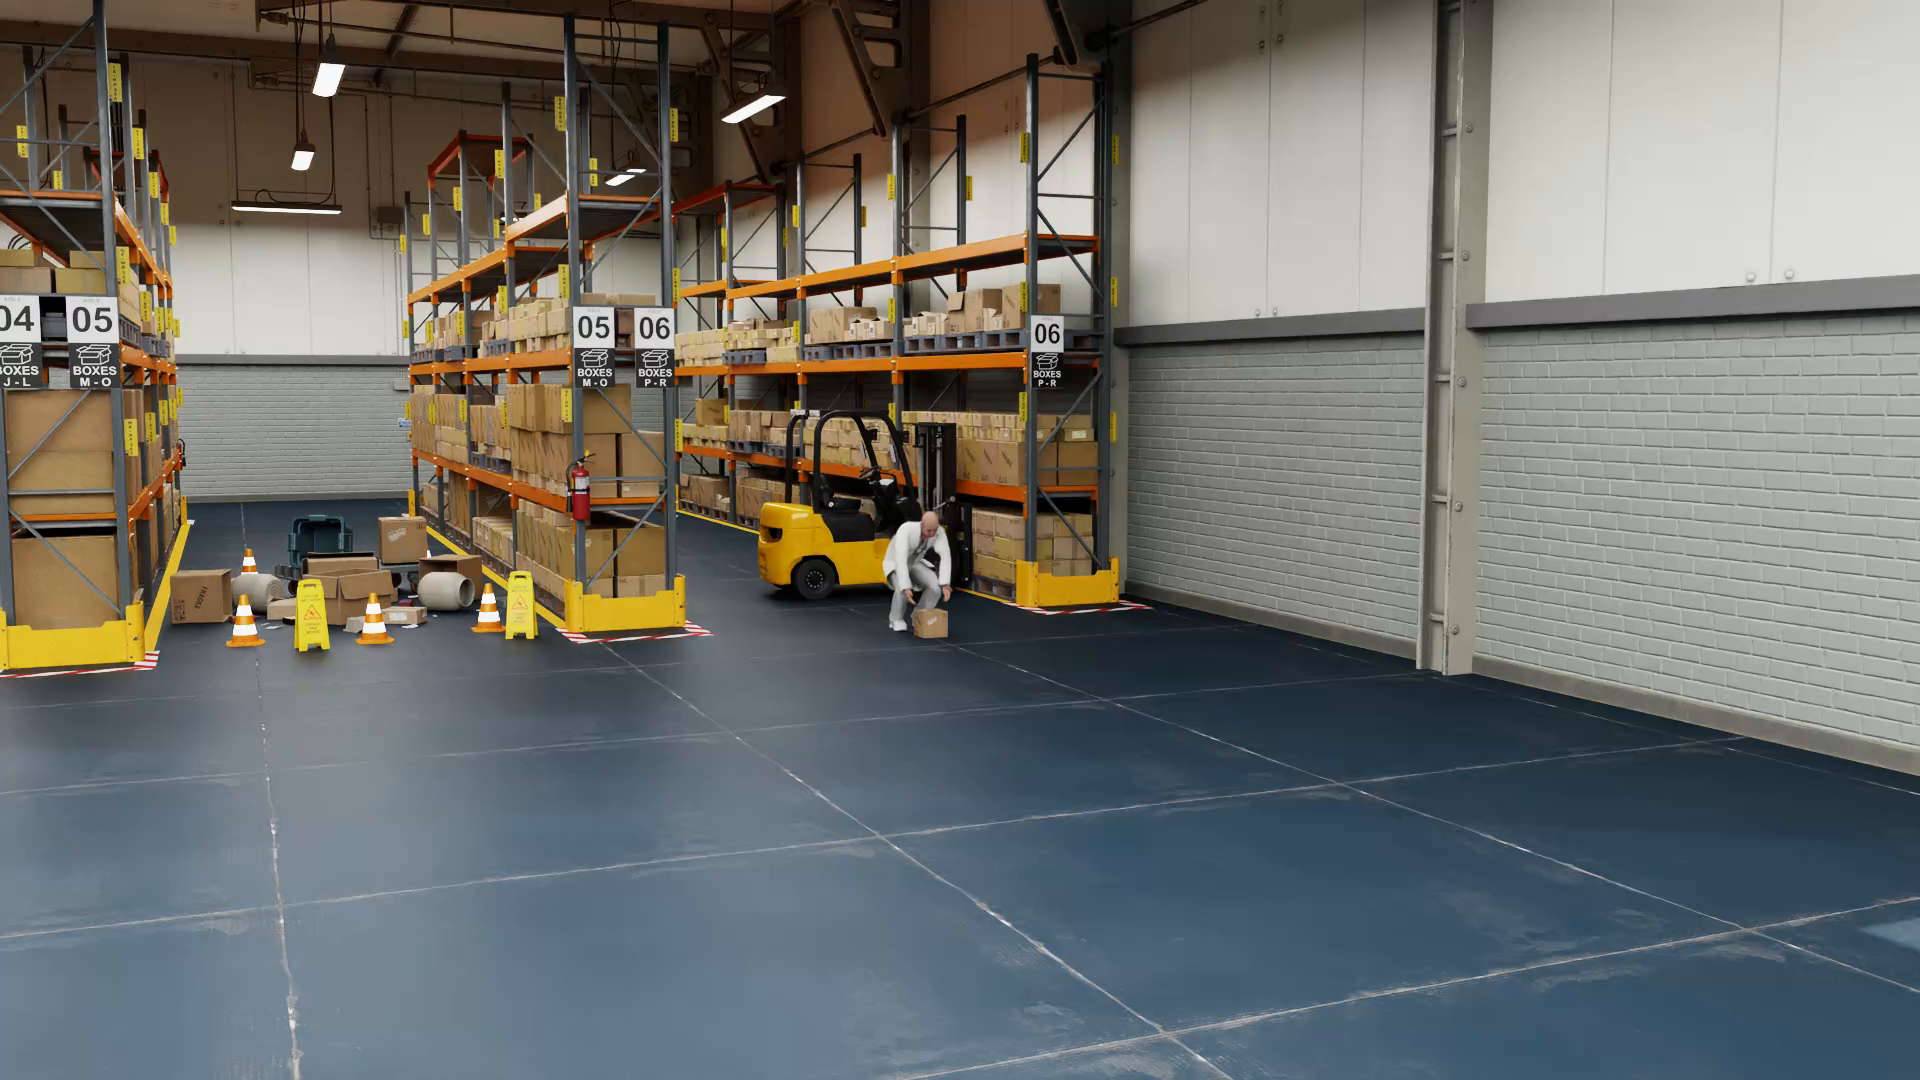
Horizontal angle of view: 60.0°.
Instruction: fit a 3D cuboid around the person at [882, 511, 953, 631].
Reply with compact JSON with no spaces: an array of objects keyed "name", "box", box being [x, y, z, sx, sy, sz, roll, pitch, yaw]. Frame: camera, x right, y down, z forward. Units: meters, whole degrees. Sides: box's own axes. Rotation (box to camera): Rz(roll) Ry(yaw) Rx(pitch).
[{"name":"person","box":[-0.437,0.297,16.571,0.628,1.211,0.817,-2,6,-24]}]
